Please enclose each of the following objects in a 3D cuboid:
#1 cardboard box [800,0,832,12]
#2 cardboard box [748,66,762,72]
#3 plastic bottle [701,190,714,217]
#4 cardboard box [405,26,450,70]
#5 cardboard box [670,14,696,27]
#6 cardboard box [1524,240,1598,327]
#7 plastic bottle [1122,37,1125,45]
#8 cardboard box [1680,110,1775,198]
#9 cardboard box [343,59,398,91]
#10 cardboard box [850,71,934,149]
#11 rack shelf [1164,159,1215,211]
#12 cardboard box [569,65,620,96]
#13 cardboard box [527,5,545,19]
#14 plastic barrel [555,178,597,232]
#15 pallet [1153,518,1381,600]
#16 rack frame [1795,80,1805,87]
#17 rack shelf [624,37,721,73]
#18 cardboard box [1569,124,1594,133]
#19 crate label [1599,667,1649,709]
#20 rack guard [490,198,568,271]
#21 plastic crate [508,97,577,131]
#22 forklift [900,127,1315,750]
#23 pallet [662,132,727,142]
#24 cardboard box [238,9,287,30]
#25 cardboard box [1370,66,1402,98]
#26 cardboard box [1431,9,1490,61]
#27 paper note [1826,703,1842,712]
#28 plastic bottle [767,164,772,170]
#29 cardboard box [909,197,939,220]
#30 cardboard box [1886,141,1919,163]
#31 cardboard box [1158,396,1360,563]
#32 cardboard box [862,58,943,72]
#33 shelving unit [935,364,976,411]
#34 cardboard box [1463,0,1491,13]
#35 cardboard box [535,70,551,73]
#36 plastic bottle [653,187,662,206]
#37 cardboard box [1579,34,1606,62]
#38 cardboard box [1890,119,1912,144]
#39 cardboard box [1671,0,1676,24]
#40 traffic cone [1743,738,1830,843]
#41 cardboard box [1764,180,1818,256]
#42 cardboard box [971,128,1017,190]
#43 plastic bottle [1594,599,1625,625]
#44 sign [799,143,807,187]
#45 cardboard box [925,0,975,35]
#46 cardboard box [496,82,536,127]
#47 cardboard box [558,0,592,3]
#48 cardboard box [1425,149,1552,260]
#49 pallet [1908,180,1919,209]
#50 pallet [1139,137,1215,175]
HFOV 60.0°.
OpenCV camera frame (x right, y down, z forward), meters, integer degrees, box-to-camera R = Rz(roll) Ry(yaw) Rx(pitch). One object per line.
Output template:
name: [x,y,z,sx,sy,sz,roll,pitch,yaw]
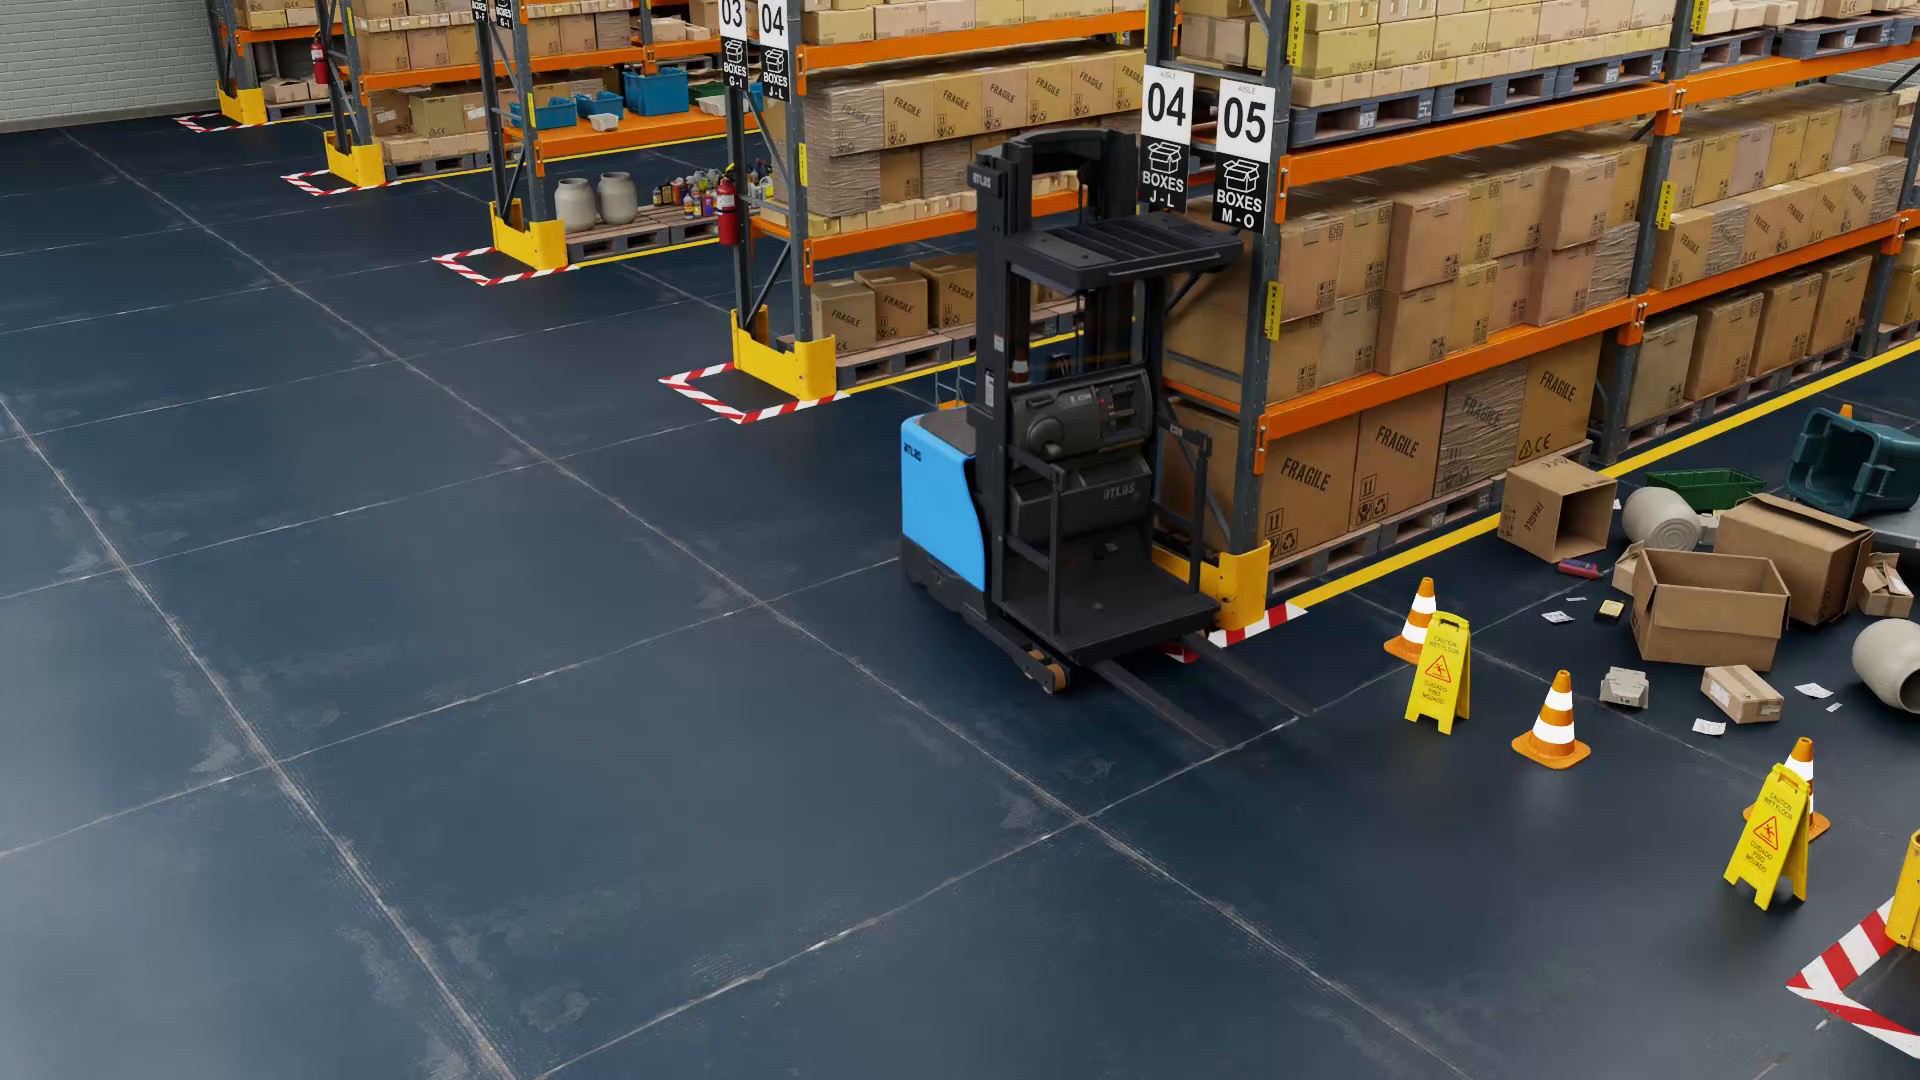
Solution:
cardboard box: [-1.200,-4.181,12.836,0.250,0.149,0.380,-19,31,-34]
cardboard box: [-3.183,-6.827,24.498,0.500,0.311,0.500,-19,31,-35]
plastic bottle: [-2.807,-3.741,18.451,0.133,0.283,0.061,-18,30,-33]
cardboard box: [-6.884,-6.295,21.132,0.500,0.500,0.700,-17,30,-33]
cardboard box: [-3.943,-7.262,23.494,0.258,0.266,0.396,-19,31,-35]
cardboard box: [3.867,-1.900,11.602,0.550,0.550,0.875,-18,31,-34]
plastic bottle: [2.126,-6.430,21.690,0.135,0.276,0.152,-18,31,-34]
cardboard box: [5.758,-2.977,12.795,0.500,0.500,0.700,-18,30,-34]
cardboard box: [-9.072,-7.173,25.588,0.500,0.500,0.700,-21,32,-37]
cardboard box: [-0.561,-3.526,13.625,0.500,0.500,0.500,-18,31,-34]
rack shelf: [3.162,-3.944,17.040,4.000,0.370,1.077,-18,31,-34]
cardboard box: [-5.080,-6.301,23.139,0.500,0.500,0.500,-18,31,-34]
cardboard box: [-5.604,-6.902,21.670,0.250,0.149,0.380,-17,30,-33]
plastic barrel: [-4.145,-3.611,17.924,0.421,0.512,0.421,0,25,0]
pallet: [2.002,-0.012,11.024,1.213,0.211,1.003,-18,31,-34]
rack frame: [11.031,-6.868,22.486,0.127,3.000,1.000,-18,31,-34]
rack shelf: [-2.948,-7.227,24.114,4.000,0.370,1.077,-18,31,-34]
cardboard box: [6.689,-4.651,19.733,0.875,0.875,1.225,-20,31,-36]
crate label: [3.726,0.826,9.307,0.250,0.136,0.298,10,27,20]
rack guard: [-4.585,-3.254,17.668,0.348,0.500,1.175,-18,31,-34]
plastic crate: [-4.407,-4.515,17.591,0.616,0.251,0.499,-18,31,-34]
forklift: [0.807,-0.686,9.247,1.130,2.935,3.031,-14,28,-28]
pallet: [-3.966,-5.973,23.870,1.213,0.211,1.003,-18,31,-34]
cardboard box: [-10.149,-7.597,24.211,0.500,0.250,0.500,-19,31,-35]
cardboard box: [2.287,-2.639,9.492,0.250,0.149,0.380,-18,30,-34]
cardboard box: [2.755,-3.010,9.817,0.500,0.250,0.500,-19,31,-34]
paper note: [4.857,0.929,9.237,0.123,0.001,0.032,-18,31,-34]
plastic bottle: [-2.227,-4.325,19.720,0.135,0.276,0.152,-17,30,-32]
cardboard box: [-0.389,-2.846,14.118,0.250,0.149,0.380,-18,31,-34]
cardboard box: [8.221,-3.391,14.441,0.250,0.149,0.380,-17,30,-32]
cardboard box: [1.914,-0.468,10.719,0.875,0.875,0.875,-18,30,-34]
cardboard box: [-0.494,-3.832,14.283,0.500,0.500,0.500,-18,31,-34]
shelving unit: [-0.011,-0.540,10.989,0.189,1.200,0.258,-18,31,-34]
cardboard box: [2.881,-3.198,9.748,0.250,0.149,0.380,-19,31,-35]
cardboard box: [-7.013,-7.936,27.234,0.500,0.500,0.700,-17,30,-32]
plastic bottle: [-3.441,-3.905,18.903,0.097,0.201,0.097,0,25,0]
cardboard box: [3.878,-3.164,10.623,0.250,0.149,0.380,-18,30,-34]
cardboard box: [8.203,-3.524,14.374,0.250,0.149,0.380,-18,31,-34]
cardboard box: [5.026,-3.847,11.973,0.500,0.250,0.500,-18,30,-33]
traffic cone: [4.098,1.182,8.153,0.334,0.463,0.336,-18,31,-34]
cardboard box: [6.341,-2.567,13.099,0.500,0.500,0.500,-18,30,-33]
cardboard box: [0.030,-3.437,14.621,0.500,0.500,0.875,-18,31,-34]
plastic bottle: [4.013,0.430,10.250,0.133,0.061,0.283,15,29,29]
sign: [-1.225,-2.925,12.961,0.005,0.325,0.100,-18,31,-34]
cardboard box: [-0.227,-4.308,13.584,0.500,0.250,0.500,-18,31,-34]
cardboard box: [-5.928,-5.733,21.915,0.500,0.500,0.500,-18,31,-34]
cardboard box: [-5.264,-7.419,22.012,0.500,0.500,0.700,-18,31,-34]
cardboard box: [3.387,-2.279,11.137,0.550,0.550,0.875,-18,31,-34]
pallet: [8.212,-3.254,14.927,1.003,0.211,1.213,-18,31,-34]
pallet: [2.279,-3.815,16.134,1.213,0.211,1.003,-18,31,-34]
